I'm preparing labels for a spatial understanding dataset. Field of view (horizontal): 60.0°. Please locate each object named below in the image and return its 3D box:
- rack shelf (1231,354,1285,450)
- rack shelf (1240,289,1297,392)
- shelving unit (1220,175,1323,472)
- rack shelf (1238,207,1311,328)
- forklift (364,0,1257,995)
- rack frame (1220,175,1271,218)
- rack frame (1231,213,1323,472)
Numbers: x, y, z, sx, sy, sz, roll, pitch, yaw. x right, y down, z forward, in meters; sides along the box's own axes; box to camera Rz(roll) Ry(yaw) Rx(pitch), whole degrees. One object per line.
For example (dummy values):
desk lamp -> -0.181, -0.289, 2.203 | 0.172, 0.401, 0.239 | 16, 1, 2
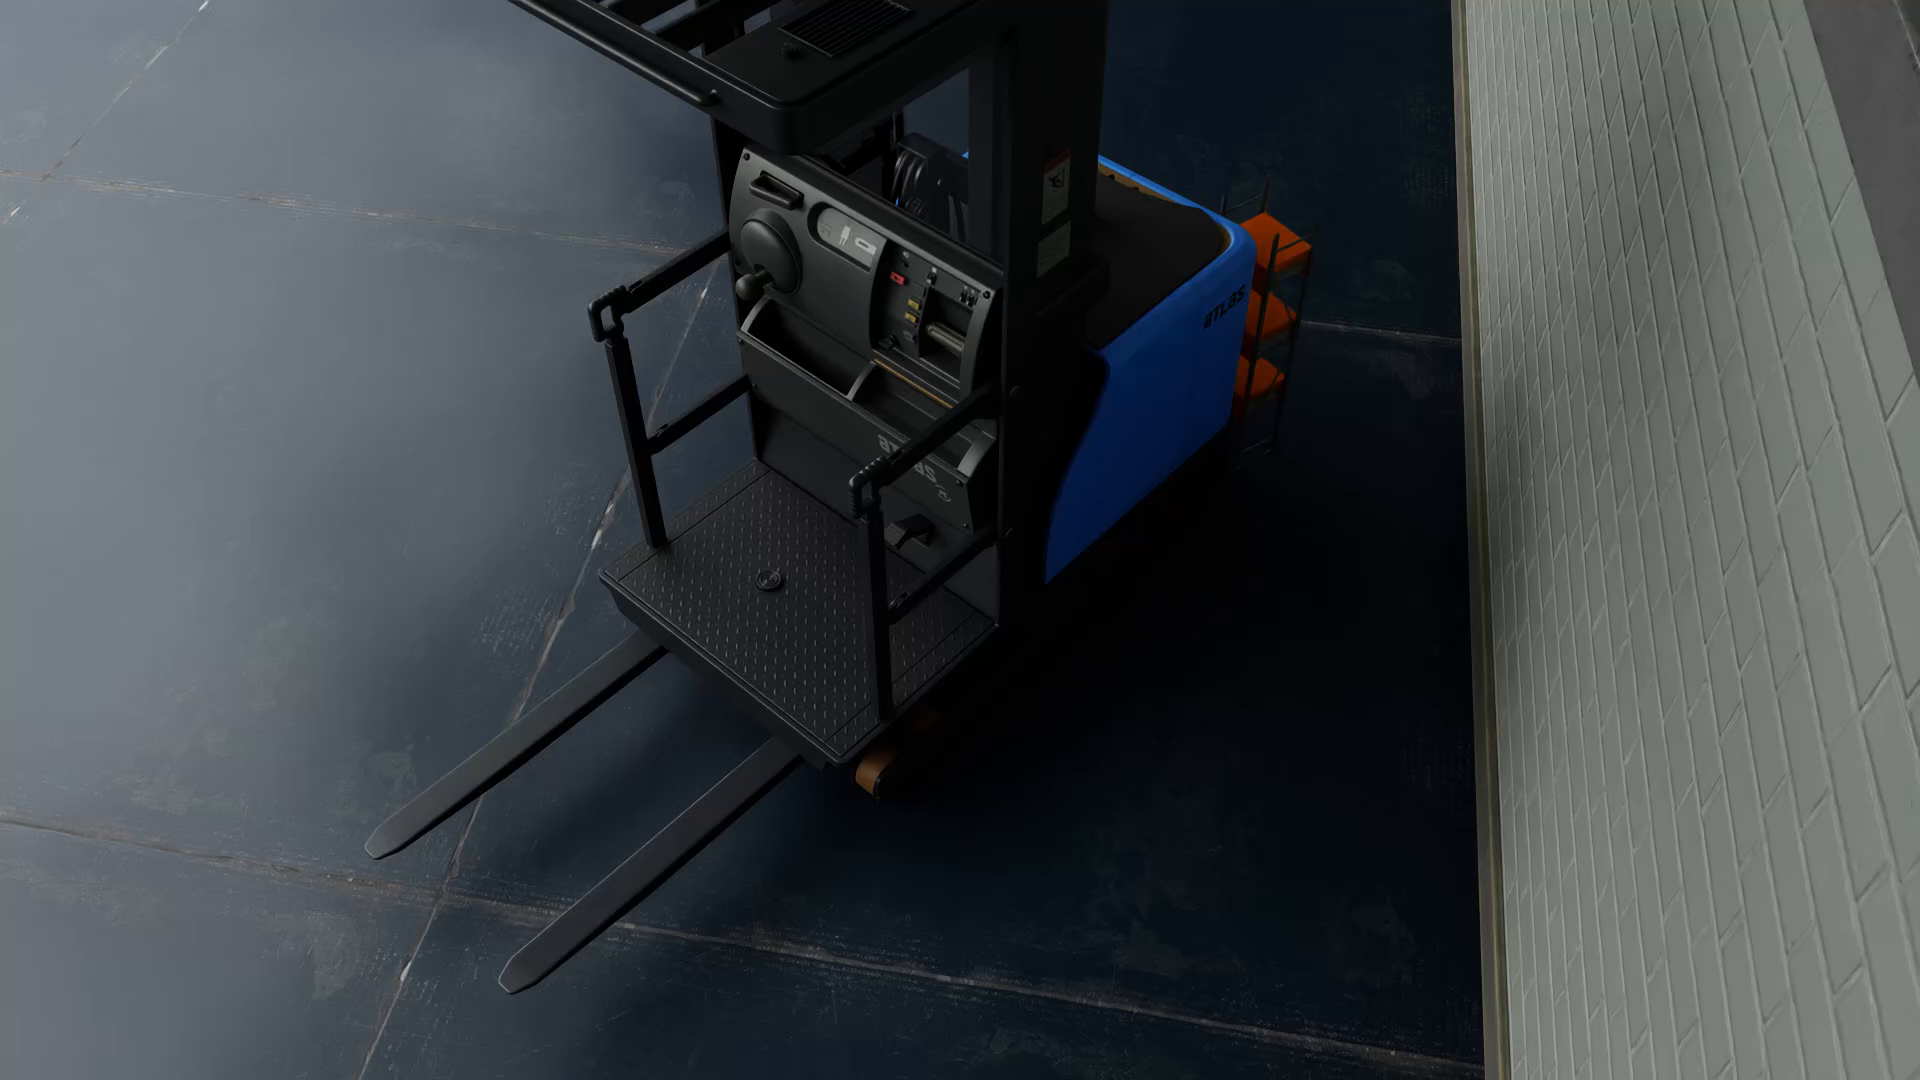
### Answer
rack shelf -> 0.990, -0.521, 5.899 | 0.215, 0.259, 0.240 | -27, 54, -23
rack shelf -> 0.992, -0.708, 5.693 | 0.215, 0.259, 0.240 | -27, 54, -23
shelving unit -> 0.992, -0.715, 5.685 | 0.215, 1.050, 0.252 | -27, 54, -23
rack shelf -> 0.994, -0.899, 5.483 | 0.215, 0.259, 0.240 | -27, 54, -23
forklift -> -0.417, -0.636, 4.351 | 1.130, 2.935, 3.031 | 34, 56, 27
rack frame -> 0.922, -0.789, 5.752 | 0.200, 1.050, 0.008 | -27, 54, -23
rack frame -> 1.062, -0.641, 5.618 | 0.200, 1.050, 0.008 | -27, 54, -23
